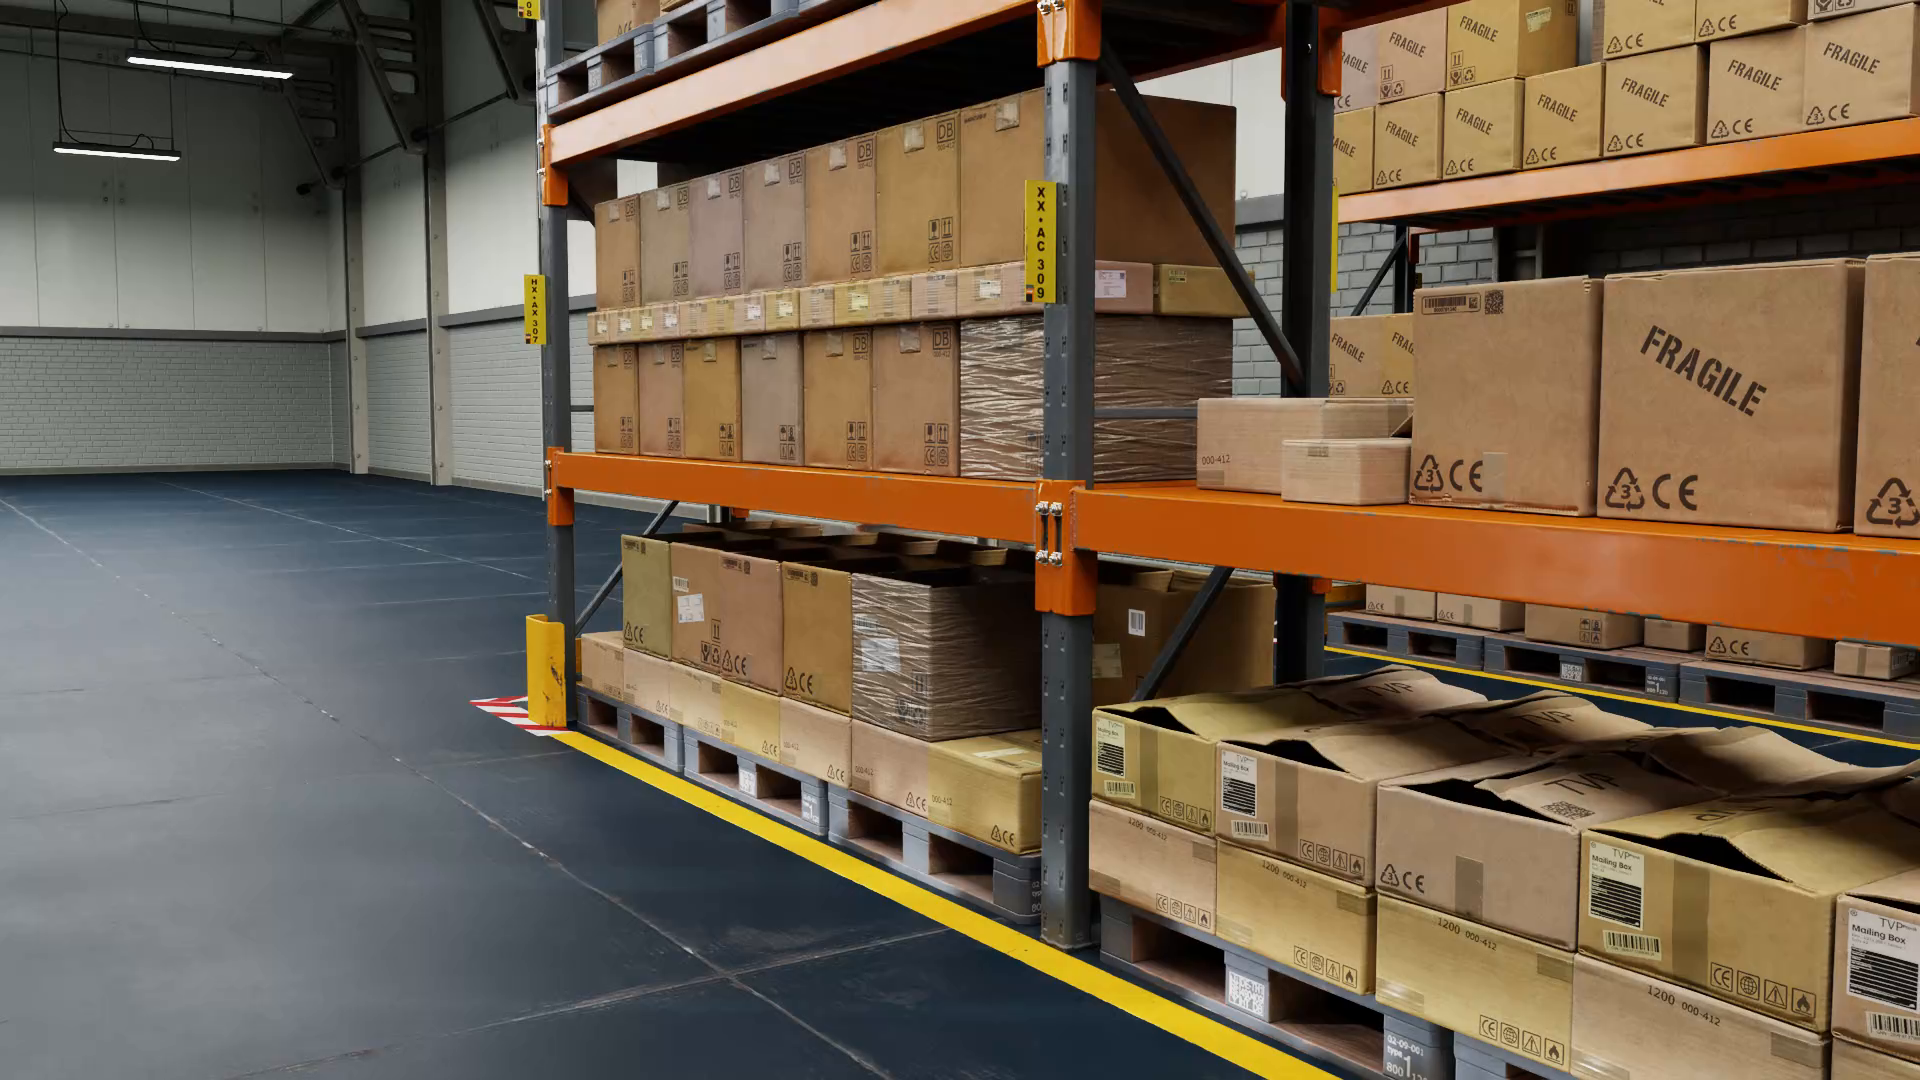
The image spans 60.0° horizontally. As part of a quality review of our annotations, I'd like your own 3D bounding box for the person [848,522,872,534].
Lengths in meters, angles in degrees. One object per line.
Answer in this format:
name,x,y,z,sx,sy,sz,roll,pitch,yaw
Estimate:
person,-0.398,-0.063,9.226,0.549,1.658,0.491,1,5,10
